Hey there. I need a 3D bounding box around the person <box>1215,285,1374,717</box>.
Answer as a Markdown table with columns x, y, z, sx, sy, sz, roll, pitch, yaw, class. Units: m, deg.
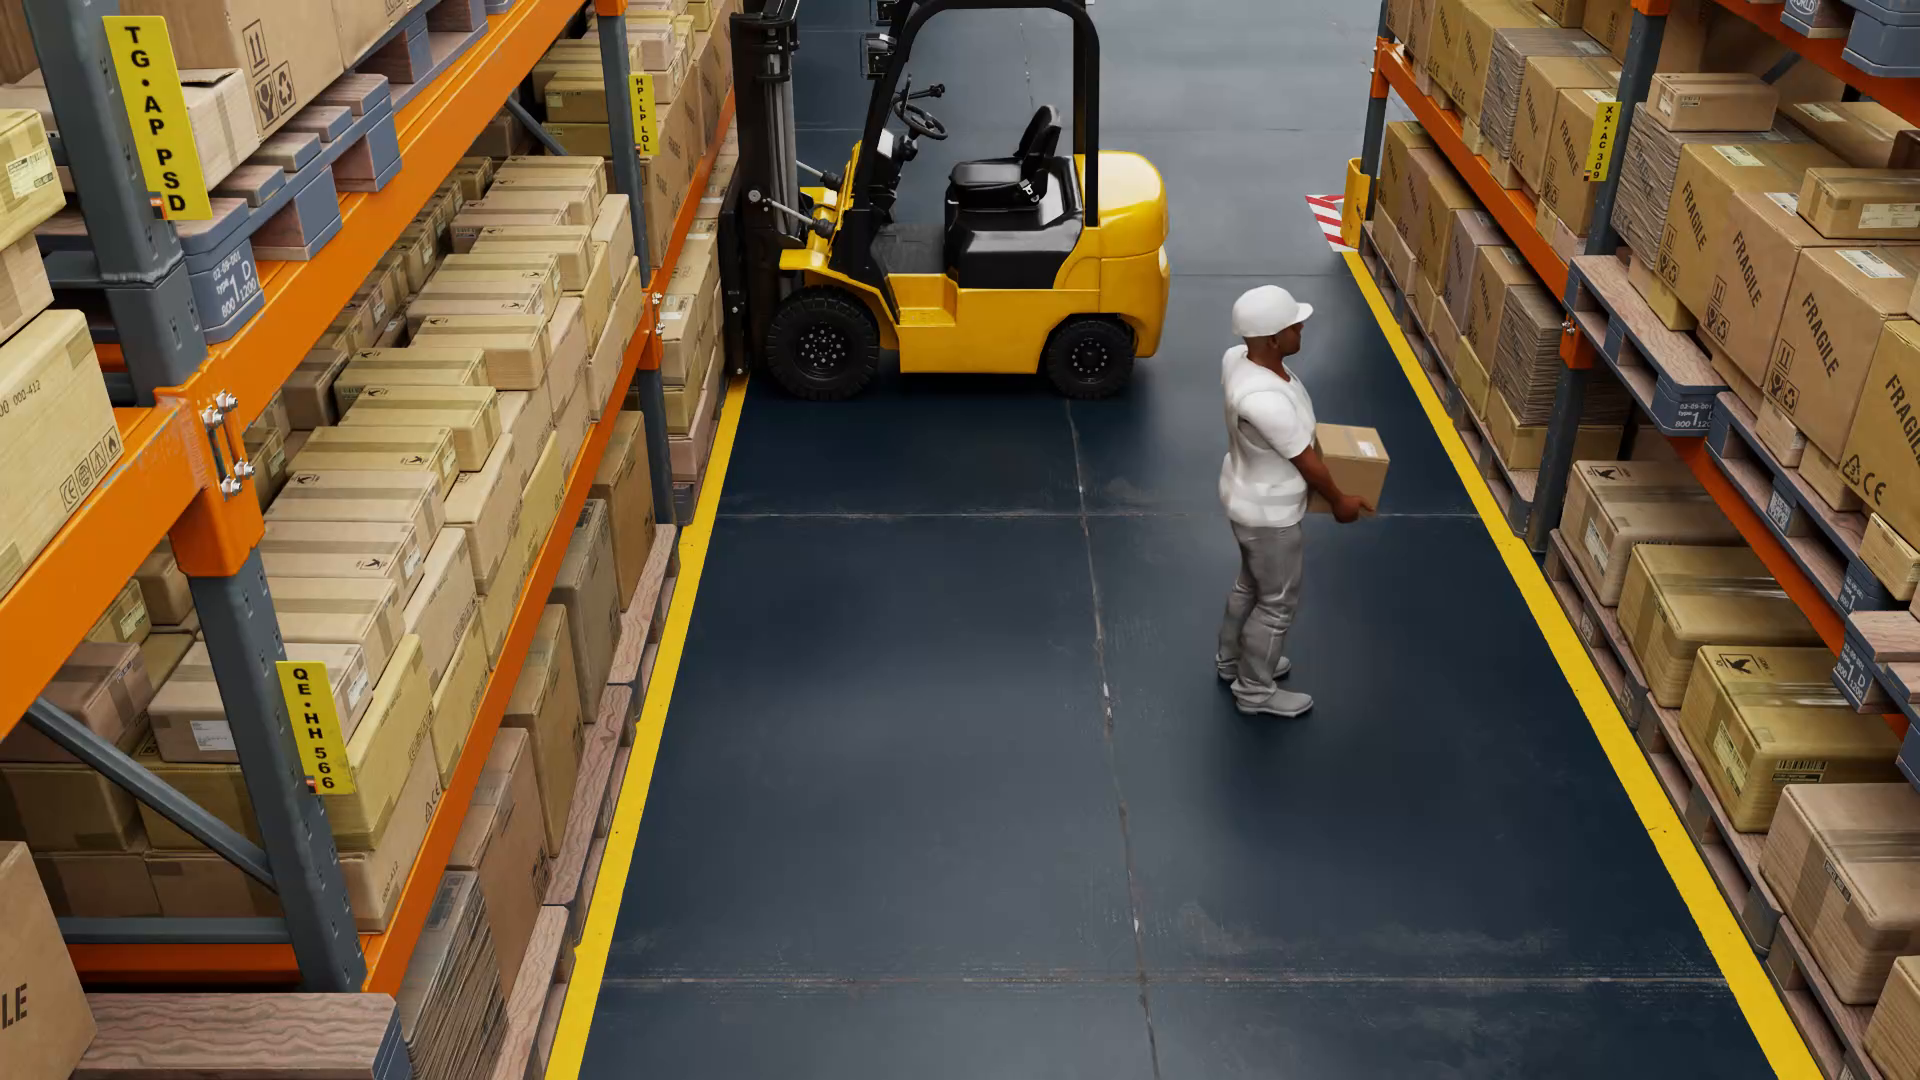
| x | y | z | sx | sy | sz | roll | pitch | yaw | class |
| --- | --- | --- | --- | --- | --- | --- | --- | --- | --- |
| 1.254 | -0.140 | 6.347 | 0.577 | 1.761 | 0.502 | 0 | 31 | 0 | person |
